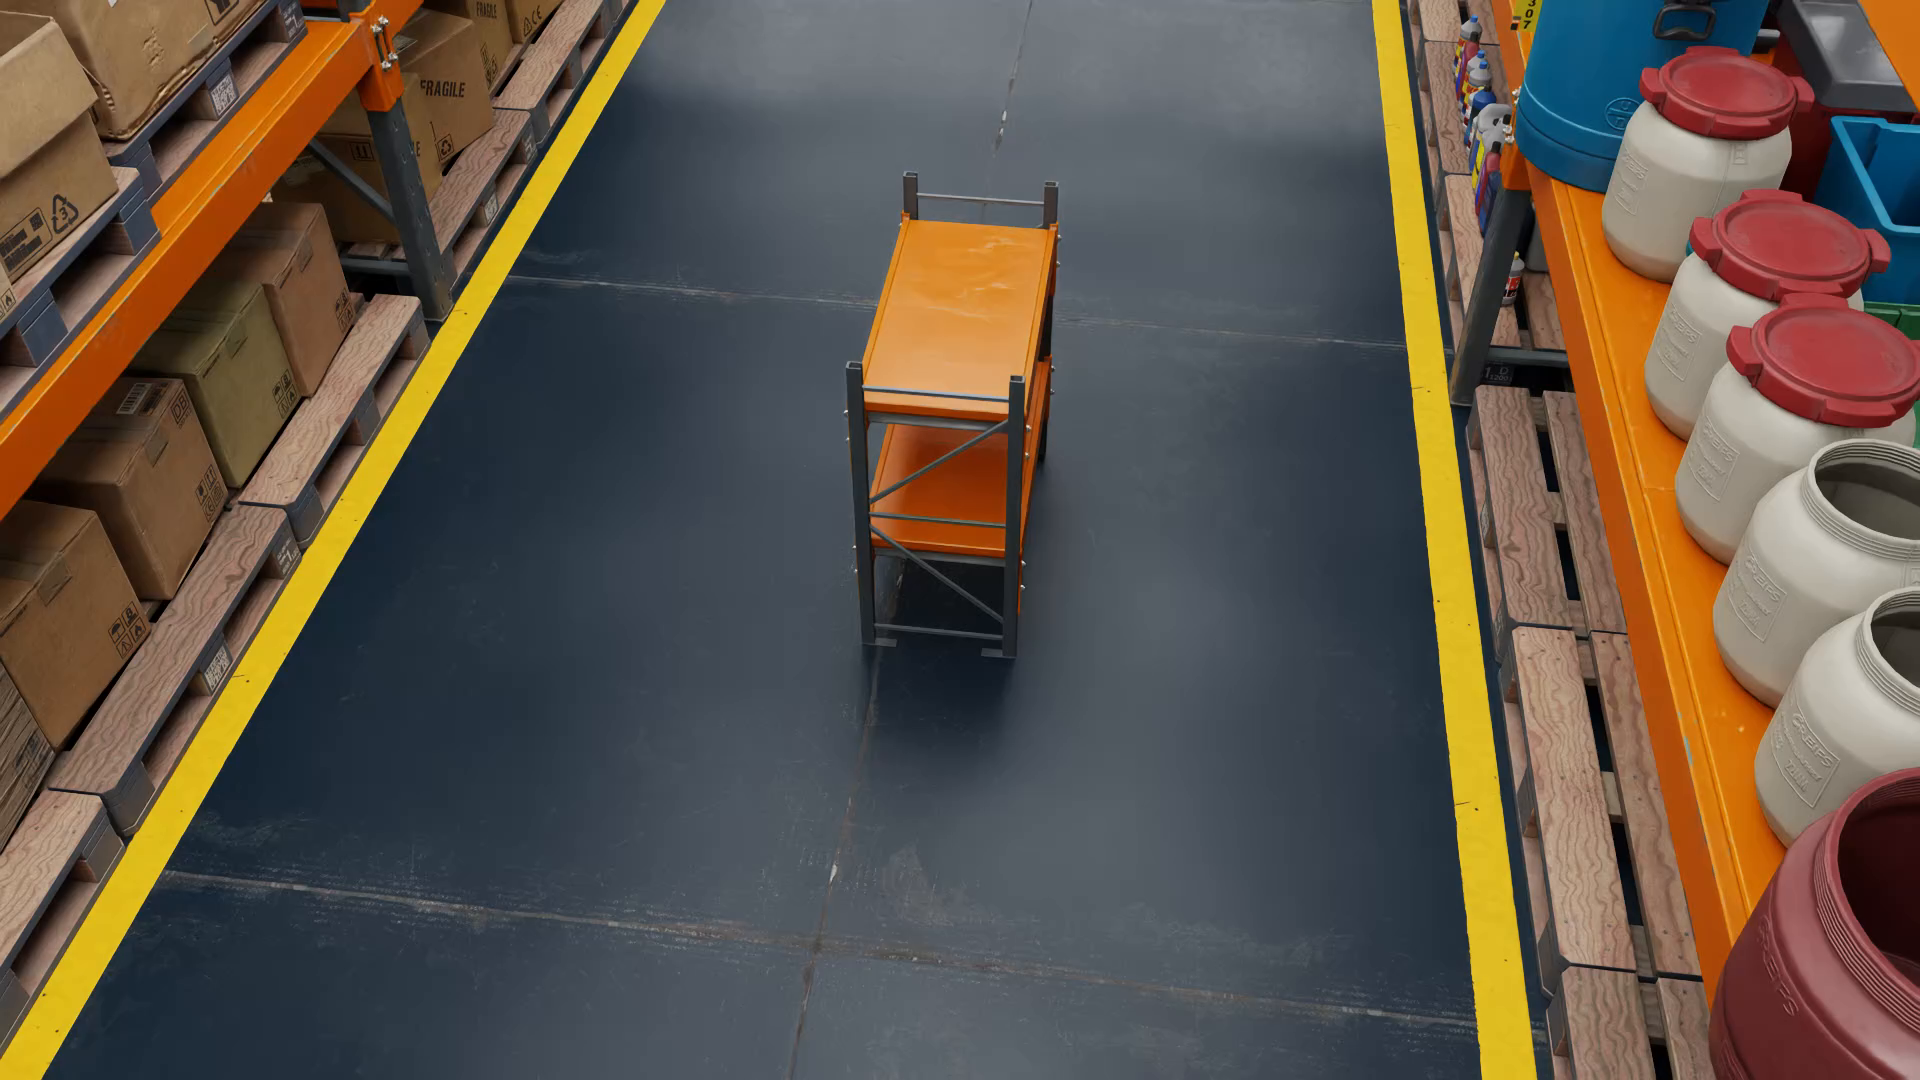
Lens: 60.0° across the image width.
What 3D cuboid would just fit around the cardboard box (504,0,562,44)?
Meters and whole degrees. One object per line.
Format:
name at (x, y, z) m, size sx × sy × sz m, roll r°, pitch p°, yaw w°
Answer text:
cardboard box at (-2.272, -2.751, 7.987) m, size 0.500 × 0.500 × 0.500 m, roll 9°, pitch 44°, yaw 9°

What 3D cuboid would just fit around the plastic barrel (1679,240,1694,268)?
plastic barrel at (2.028, -0.651, 4.357) m, size 0.301 × 0.262 × 0.301 m, roll 0°, pitch 43°, yaw 0°

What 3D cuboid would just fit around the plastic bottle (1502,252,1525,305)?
plastic bottle at (2.094, -1.009, 6.349) m, size 0.097 × 0.201 × 0.097 m, roll 0°, pitch 43°, yaw 0°

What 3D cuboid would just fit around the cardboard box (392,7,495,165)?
cardboard box at (-2.394, -1.945, 7.135) m, size 0.500 × 0.500 × 0.500 m, roll 19°, pitch 46°, yaw 19°

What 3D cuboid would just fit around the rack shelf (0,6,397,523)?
rack shelf at (-2.819, -0.416, 4.531) m, size 1.077 × 0.370 × 4.000 m, roll 5°, pitch 44°, yaw 6°

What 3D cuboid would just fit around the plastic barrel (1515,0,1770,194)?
plastic barrel at (2.003, -1.536, 4.826) m, size 0.600 × 0.901 × 0.708 m, roll 5°, pitch 44°, yaw 6°

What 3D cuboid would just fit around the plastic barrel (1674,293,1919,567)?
plastic barrel at (1.857, -0.212, 3.693) m, size 0.433 × 0.535 × 0.433 m, roll 0°, pitch 43°, yaw 0°

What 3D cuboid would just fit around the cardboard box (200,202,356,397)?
cardboard box at (-2.657, -0.875, 5.991) m, size 0.700 × 0.500 × 0.500 m, roll 2°, pitch 43°, yaw 2°

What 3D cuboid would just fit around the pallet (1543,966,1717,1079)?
pallet at (1.967, 1.625, 3.881) m, size 1.003 × 0.211 × 1.213 m, roll 5°, pitch 44°, yaw 6°

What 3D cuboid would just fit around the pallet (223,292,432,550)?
pallet at (-2.656, -0.497, 6.121) m, size 1.003 × 0.211 × 1.213 m, roll 5°, pitch 44°, yaw 6°

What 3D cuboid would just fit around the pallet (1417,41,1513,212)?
pallet at (2.644, -1.865, 7.566) m, size 1.003 × 0.211 × 1.213 m, roll 5°, pitch 44°, yaw 6°

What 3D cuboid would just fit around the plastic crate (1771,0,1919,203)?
plastic crate at (2.594, -1.255, 4.847) m, size 0.402 × 0.464 × 0.583 m, roll 5°, pitch 44°, yaw 6°

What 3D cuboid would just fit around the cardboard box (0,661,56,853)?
cardboard box at (-2.954, 0.596, 4.436) m, size 0.700 × 0.500 × 0.500 m, roll 2°, pitch 43°, yaw 2°

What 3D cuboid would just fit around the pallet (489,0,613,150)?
pallet at (-2.342, -2.322, 8.049) m, size 1.003 × 0.211 × 1.213 m, roll 5°, pitch 44°, yaw 6°

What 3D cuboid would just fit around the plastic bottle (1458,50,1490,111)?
plastic bottle at (2.290, -2.044, 7.391) m, size 0.097 × 0.271 × 0.097 m, roll 0°, pitch 43°, yaw 0°

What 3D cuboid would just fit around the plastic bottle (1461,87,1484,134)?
plastic bottle at (2.263, -1.883, 7.272) m, size 0.097 × 0.201 × 0.097 m, roll 0°, pitch 43°, yaw 0°

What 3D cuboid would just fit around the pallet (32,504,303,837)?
pallet at (-2.815, 0.337, 5.240) m, size 1.003 × 0.211 × 1.213 m, roll 5°, pitch 44°, yaw 6°

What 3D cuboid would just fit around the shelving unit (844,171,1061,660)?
shelving unit at (-0.001, -0.404, 5.358) m, size 0.538 × 1.125 × 1.048 m, roll 5°, pitch 44°, yaw 6°

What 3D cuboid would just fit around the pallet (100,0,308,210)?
pallet at (-2.800, -1.463, 5.253) m, size 1.003 × 0.211 × 1.213 m, roll 5°, pitch 44°, yaw 6°

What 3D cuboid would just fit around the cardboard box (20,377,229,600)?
cardboard box at (-2.813, -0.171, 5.247) m, size 0.700 × 0.500 × 0.500 m, roll 2°, pitch 43°, yaw 2°

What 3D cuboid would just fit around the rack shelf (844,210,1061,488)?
rack shelf at (-0.001, -0.616, 5.157) m, size 0.538 × 0.278 × 1.000 m, roll 5°, pitch 44°, yaw 6°

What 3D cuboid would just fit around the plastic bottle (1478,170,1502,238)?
plastic bottle at (2.180, -1.383, 6.636) m, size 0.144 × 0.351 × 0.185 m, roll 3°, pitch 44°, yaw 3°

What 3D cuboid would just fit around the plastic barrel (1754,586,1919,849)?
plastic barrel at (1.750, 0.375, 3.091) m, size 0.421 × 0.512 × 0.421 m, roll 0°, pitch 43°, yaw 0°

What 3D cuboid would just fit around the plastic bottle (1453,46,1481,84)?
plastic bottle at (2.321, -2.181, 7.588) m, size 0.097 × 0.201 × 0.097 m, roll 0°, pitch 43°, yaw 0°

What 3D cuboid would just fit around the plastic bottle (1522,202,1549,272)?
plastic bottle at (2.297, -1.240, 6.484) m, size 0.144 × 0.351 × 0.185 m, roll 5°, pitch 44°, yaw 6°

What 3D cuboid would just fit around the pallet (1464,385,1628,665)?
pallet at (2.289, -0.038, 5.637) m, size 1.003 × 0.211 × 1.213 m, roll 5°, pitch 44°, yaw 6°

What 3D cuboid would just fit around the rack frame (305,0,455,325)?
rack frame at (-2.555, -2.040, 5.723) m, size 1.000 × 3.000 × 0.127 m, roll 5°, pitch 44°, yaw 6°

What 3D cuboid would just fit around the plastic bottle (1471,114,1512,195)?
plastic bottle at (2.222, -1.604, 6.869) m, size 0.144 × 0.351 × 0.185 m, roll 5°, pitch 44°, yaw 5°

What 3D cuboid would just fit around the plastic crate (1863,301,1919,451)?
plastic crate at (2.404, -0.300, 4.039) m, size 0.450 × 0.188 × 0.662 m, roll 5°, pitch 44°, yaw 6°

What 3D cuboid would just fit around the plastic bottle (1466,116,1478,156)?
plastic bottle at (2.236, -1.743, 7.124) m, size 0.097 × 0.201 × 0.097 m, roll 0°, pitch 43°, yaw 0°

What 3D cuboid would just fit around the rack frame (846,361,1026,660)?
rack frame at (-0.068, -0.057, 4.992) m, size 0.500 × 1.125 × 0.032 m, roll 5°, pitch 44°, yaw 6°

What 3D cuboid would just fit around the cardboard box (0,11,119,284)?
cardboard box at (-2.692, -1.040, 4.286) m, size 0.797 × 0.503 × 0.637 m, roll 9°, pitch 44°, yaw 10°

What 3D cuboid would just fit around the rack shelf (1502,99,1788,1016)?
rack shelf at (2.090, 0.035, 4.055) m, size 1.077 × 0.370 × 4.000 m, roll 5°, pitch 44°, yaw 6°
